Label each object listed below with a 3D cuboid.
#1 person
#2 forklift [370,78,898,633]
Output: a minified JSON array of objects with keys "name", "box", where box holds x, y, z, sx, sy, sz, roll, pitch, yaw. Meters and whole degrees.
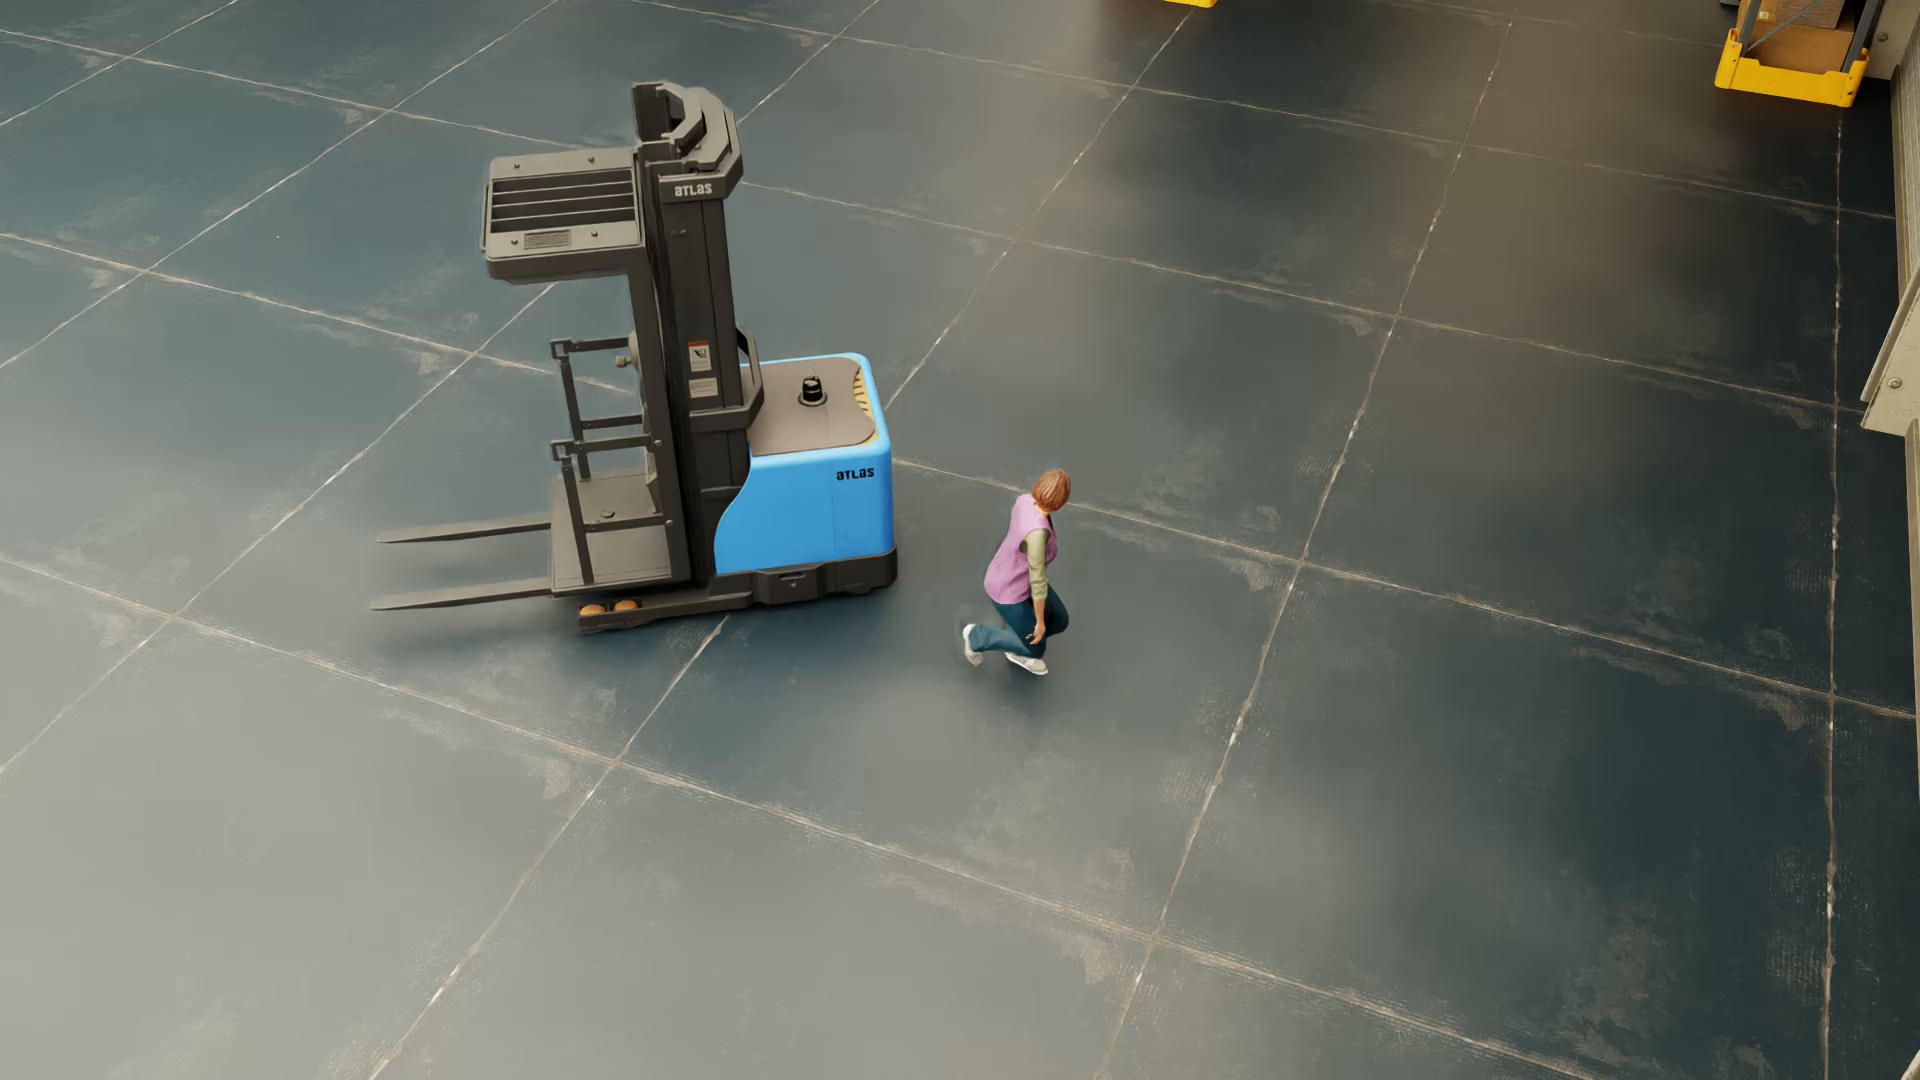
[{"name":"person","box":[0.304,0.209,8.981,0.583,1.394,0.692,9,41,11]},{"name":"forklift","box":[-1.940,-0.955,9.147,3.031,2.935,1.130,-7,40,-8]}]
